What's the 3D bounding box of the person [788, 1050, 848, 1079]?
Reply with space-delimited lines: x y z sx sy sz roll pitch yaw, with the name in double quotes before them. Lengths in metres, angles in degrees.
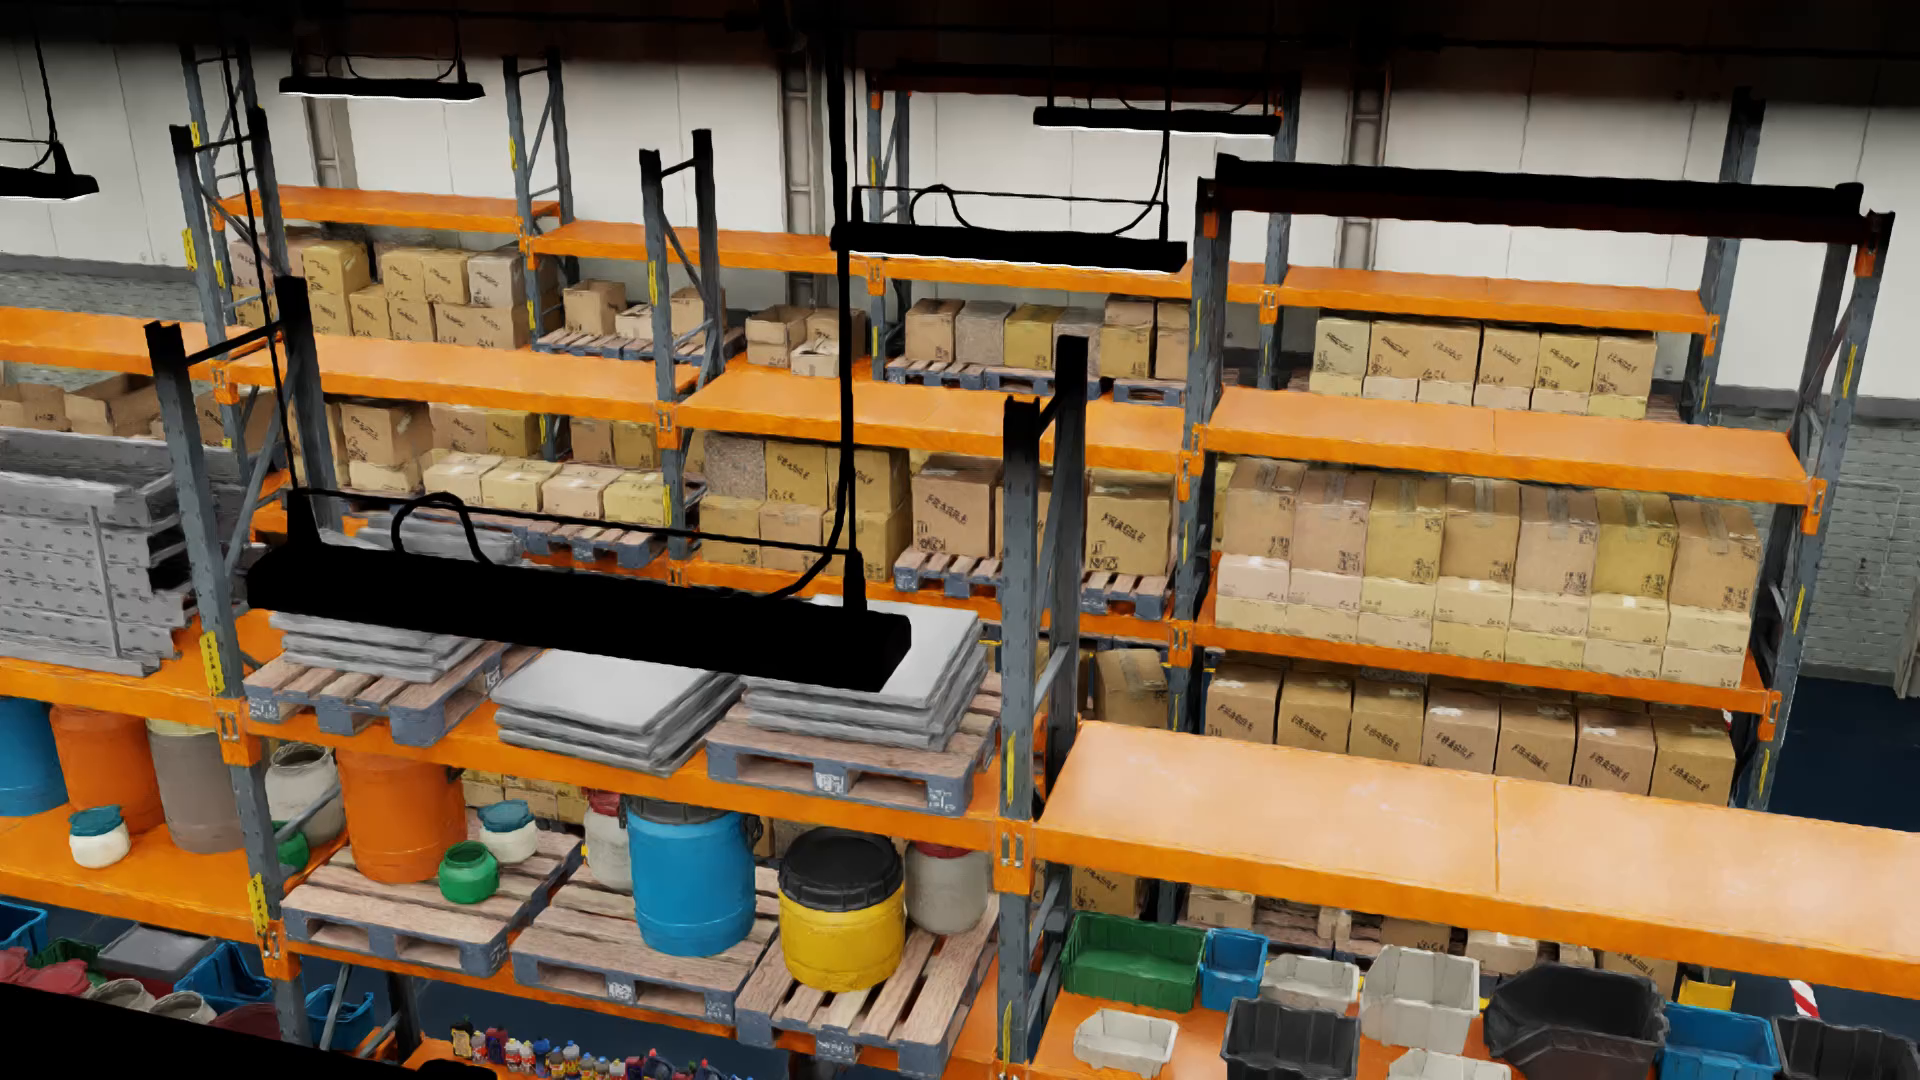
"person" -0.903 3.331 10.593 0.894 1.524 0.450 7 24 17
